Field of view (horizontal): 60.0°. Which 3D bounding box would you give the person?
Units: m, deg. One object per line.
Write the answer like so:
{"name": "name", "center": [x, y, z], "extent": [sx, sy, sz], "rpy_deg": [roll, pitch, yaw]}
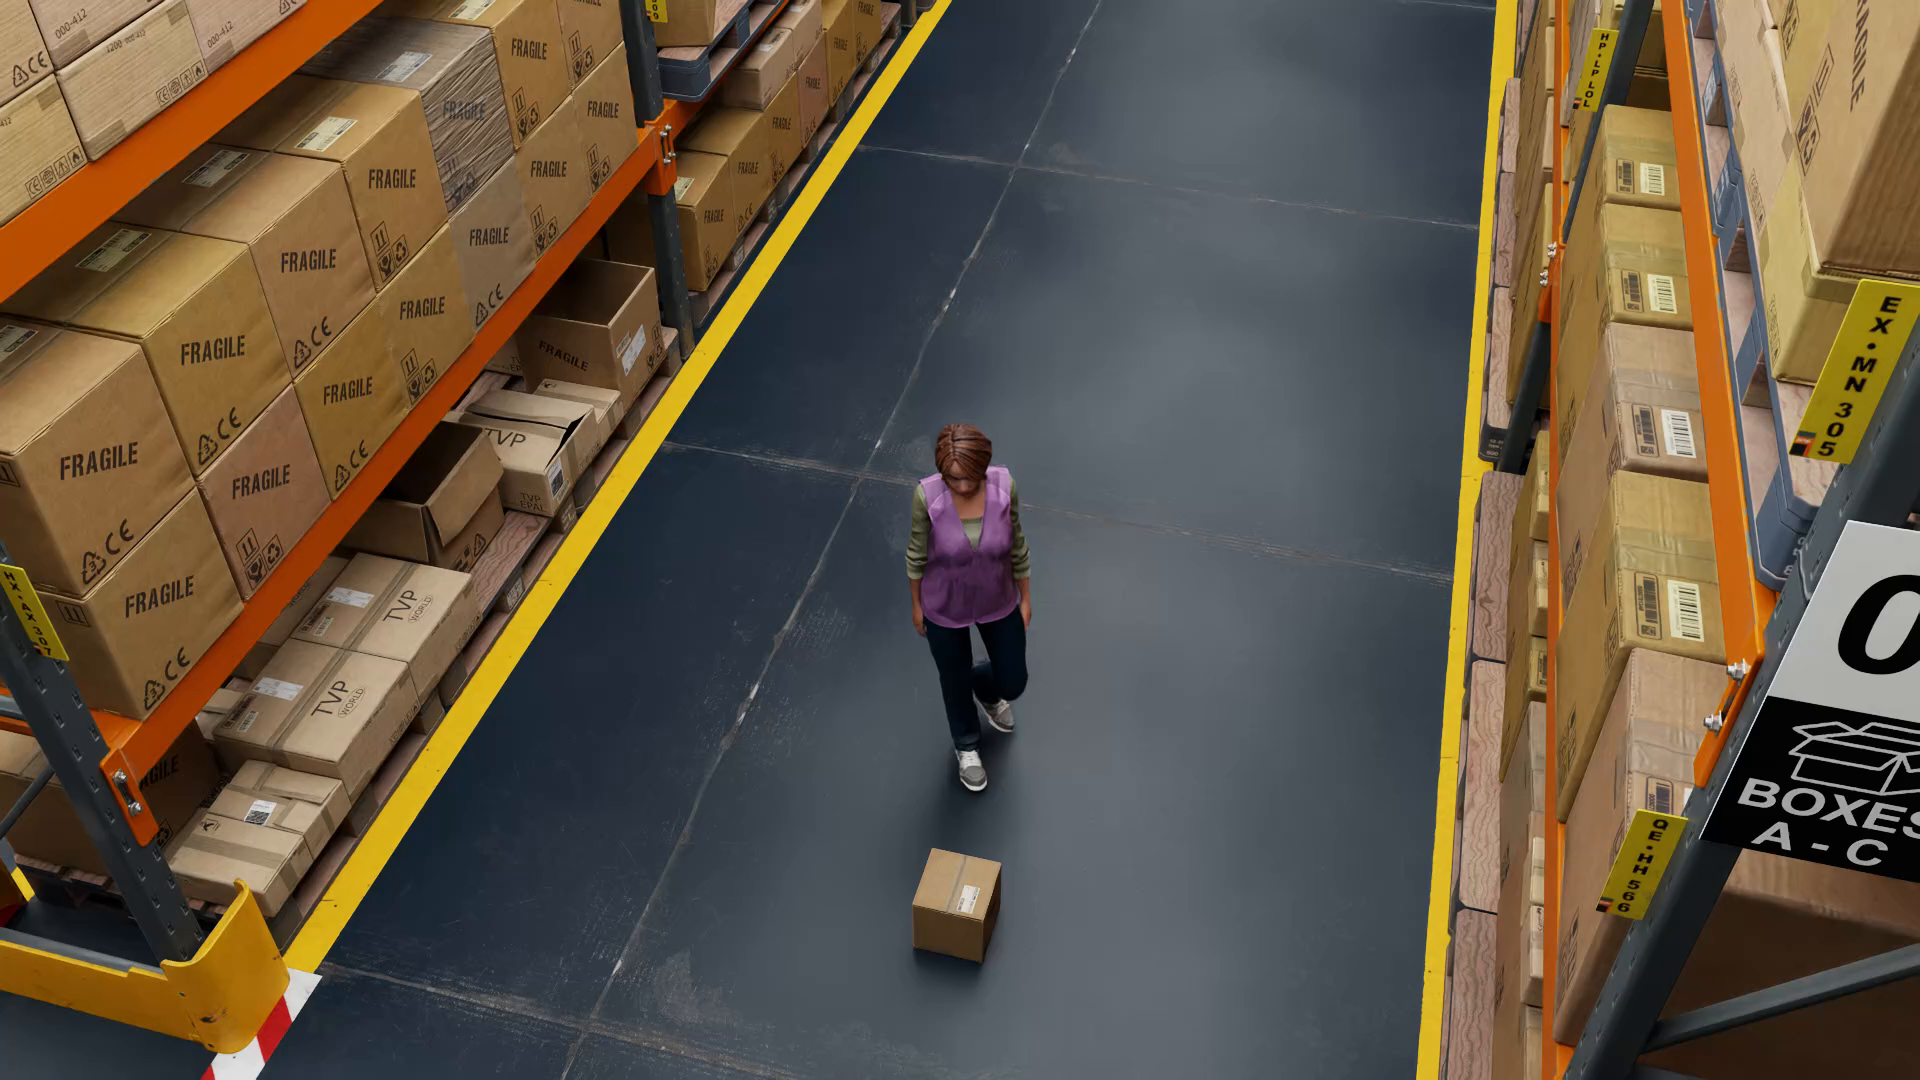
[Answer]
{"name": "person", "center": [0.032, 0.243, 5.917], "extent": [0.432, 1.538, 0.441], "rpy_deg": [-8, 42, -9]}
